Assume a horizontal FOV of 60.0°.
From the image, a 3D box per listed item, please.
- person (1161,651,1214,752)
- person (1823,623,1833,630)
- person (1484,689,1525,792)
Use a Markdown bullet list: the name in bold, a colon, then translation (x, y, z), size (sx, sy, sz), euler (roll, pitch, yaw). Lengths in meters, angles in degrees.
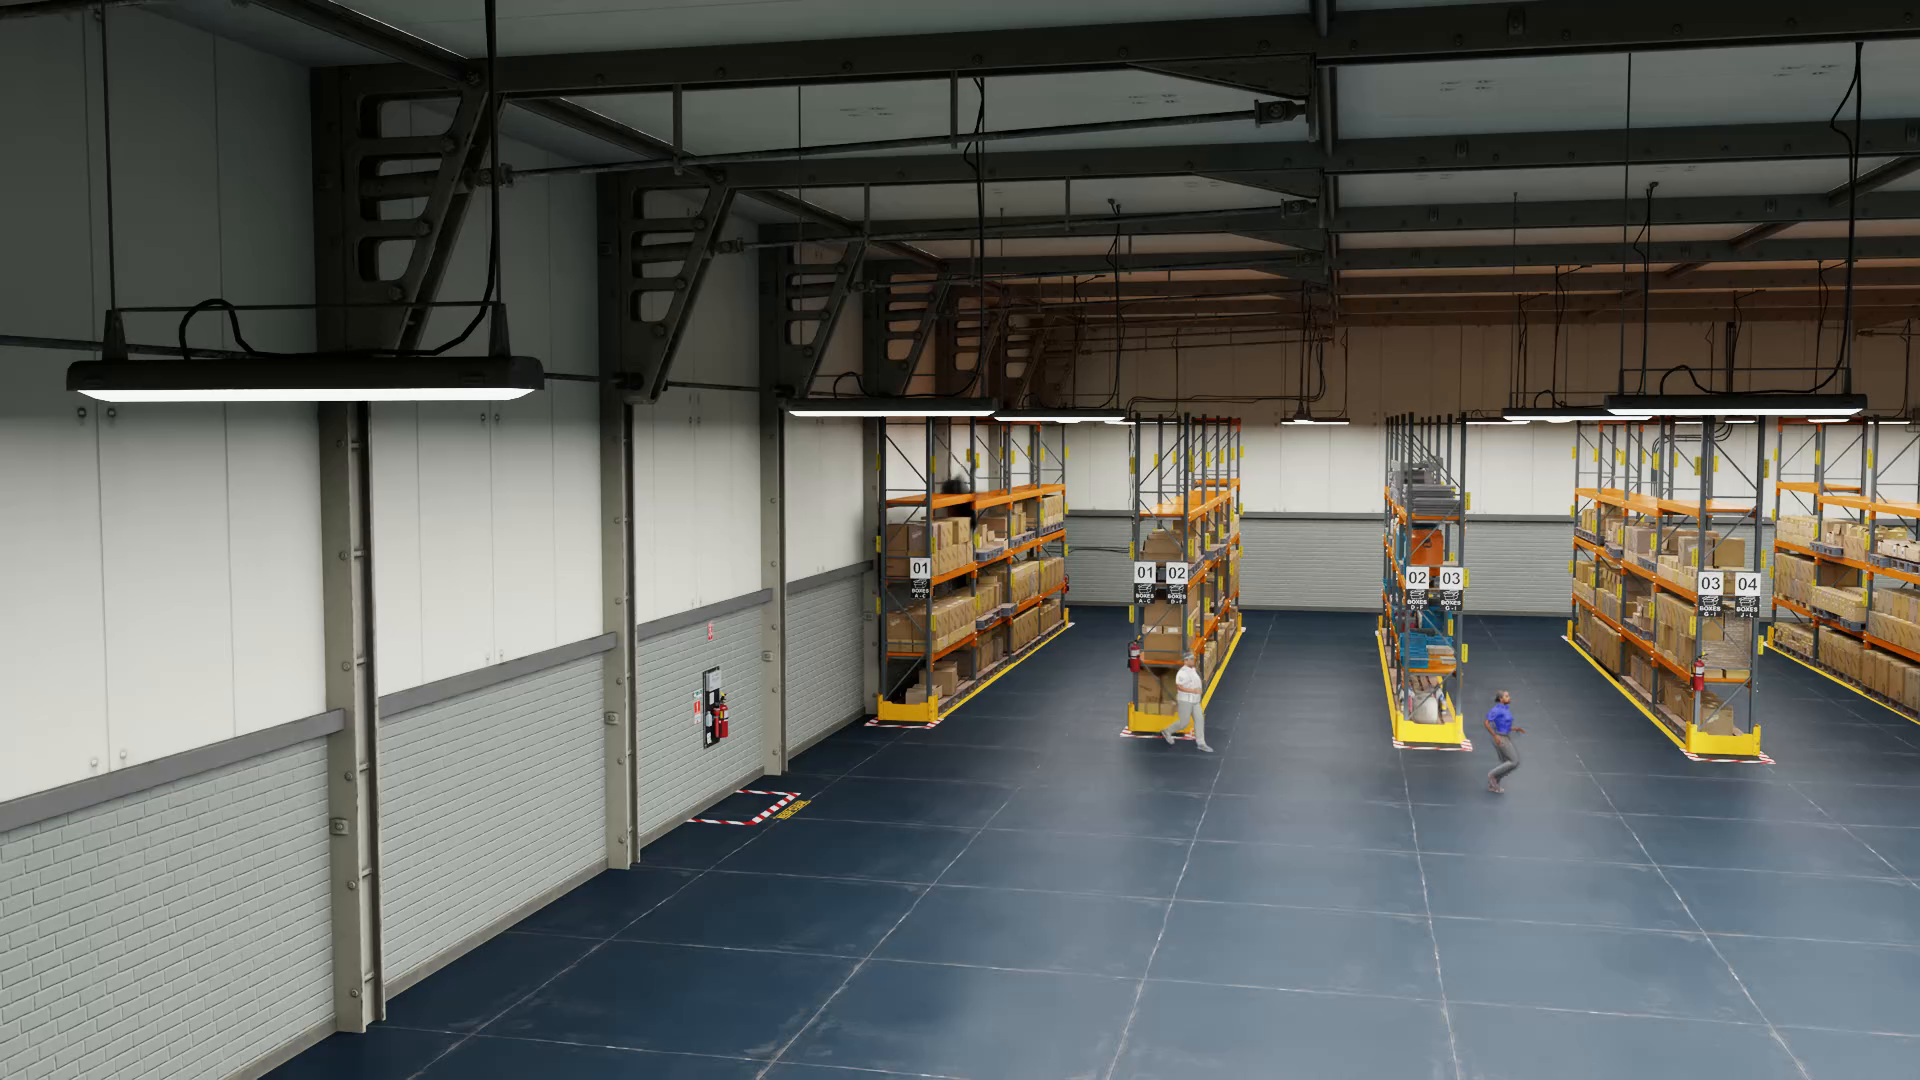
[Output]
- **person**: translation (4.038, 2.837, 29.416), size (0.970, 1.771, 0.675), euler (3, 5, 38)
- **person**: translation (23.106, 1.938, 43.919), size (0.641, 1.663, 0.674), euler (-1, 4, -17)
- **person**: translation (8.539, 3.148, 25.997), size (0.564, 1.613, 0.560), euler (2, 5, 32)
